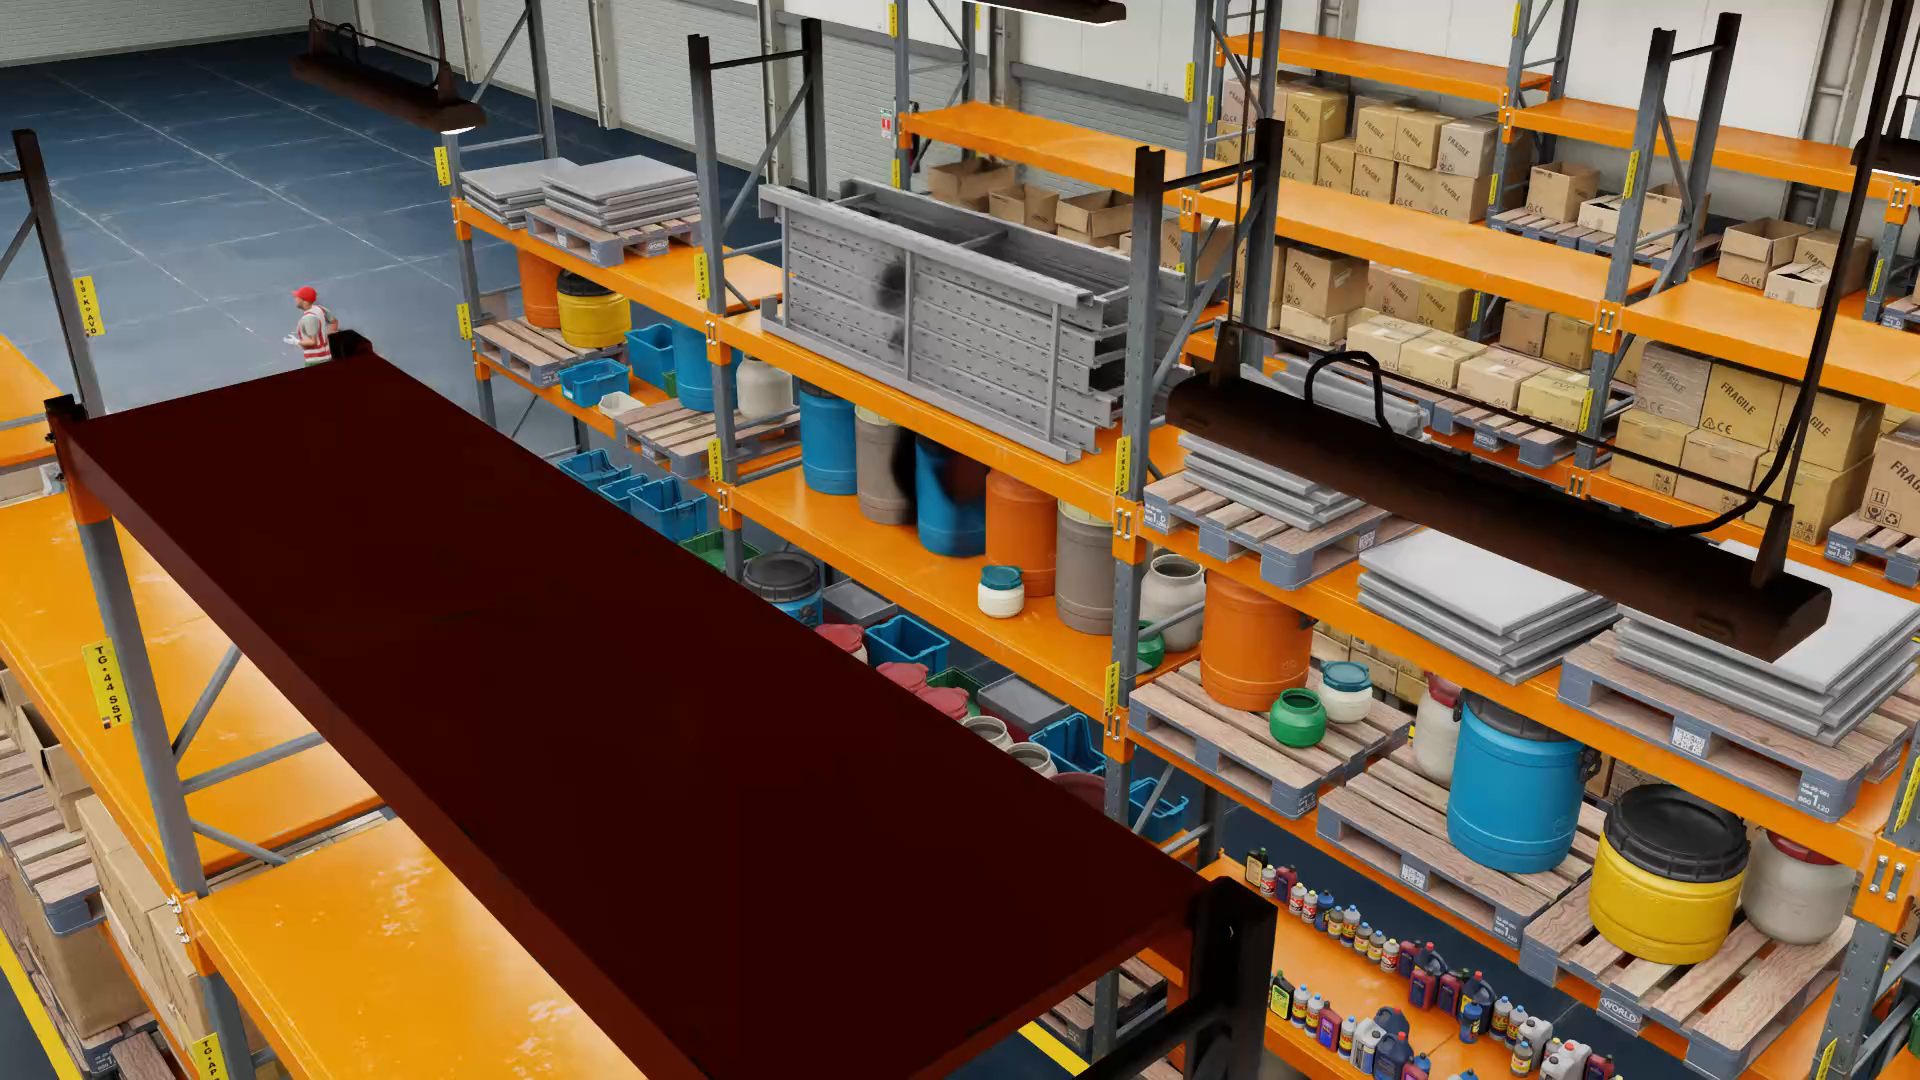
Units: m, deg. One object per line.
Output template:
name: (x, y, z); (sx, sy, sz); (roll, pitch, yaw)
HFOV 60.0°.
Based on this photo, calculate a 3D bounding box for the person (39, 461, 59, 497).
person: (-9.180, -0.408, 16.436); (0.729, 1.807, 0.627); (-6, 28, -11)

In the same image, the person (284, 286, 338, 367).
person: (-7.608, -2.144, 19.803); (0.928, 1.804, 0.633); (-8, 28, -15)
